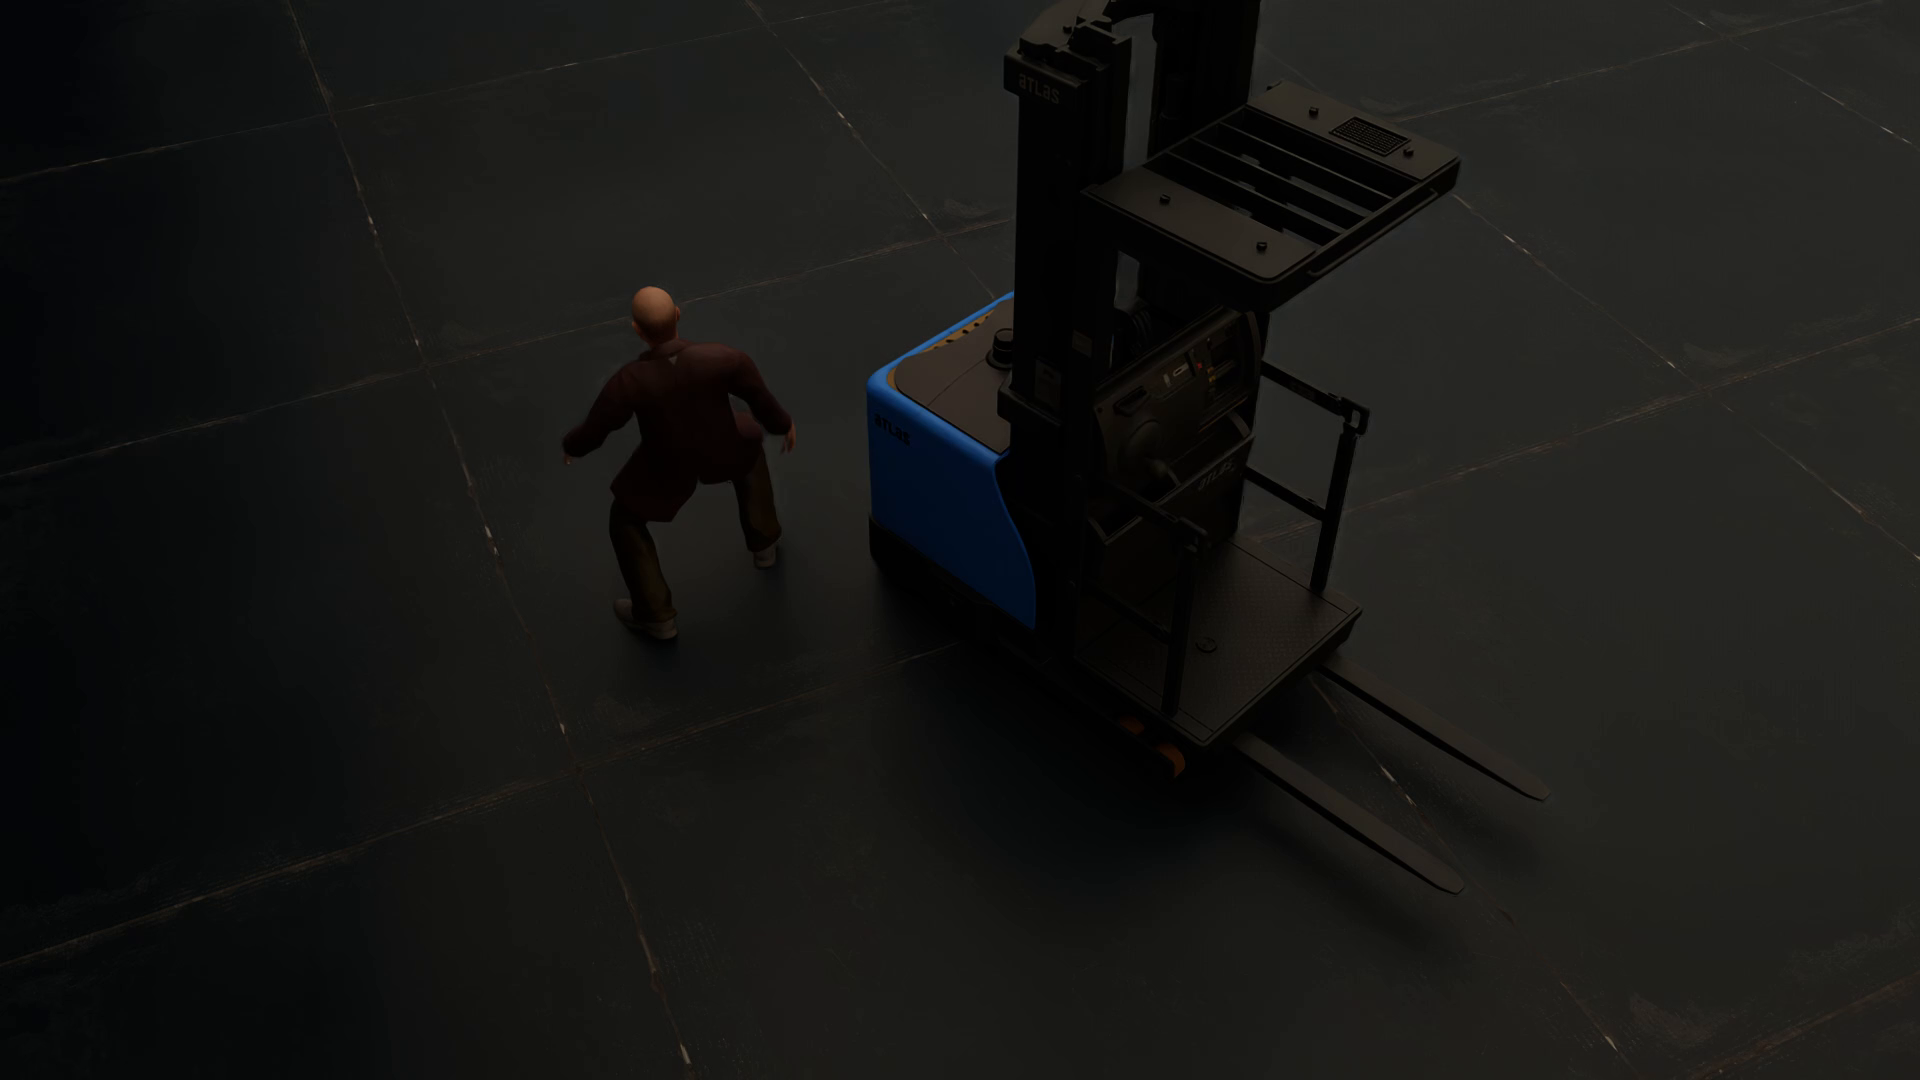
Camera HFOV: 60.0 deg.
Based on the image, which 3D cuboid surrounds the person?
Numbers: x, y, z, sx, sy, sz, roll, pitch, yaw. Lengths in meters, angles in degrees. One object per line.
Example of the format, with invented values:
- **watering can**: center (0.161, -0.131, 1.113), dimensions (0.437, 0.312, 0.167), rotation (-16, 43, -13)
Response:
- **person**: center (-1.181, -0.393, 7.063), dimensions (0.991, 1.654, 0.656), rotation (-12, 44, -13)

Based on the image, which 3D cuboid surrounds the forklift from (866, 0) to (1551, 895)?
- **forklift**: center (0.986, -0.495, 6.210), dimensions (3.031, 2.935, 1.130), rotation (34, 53, 31)
